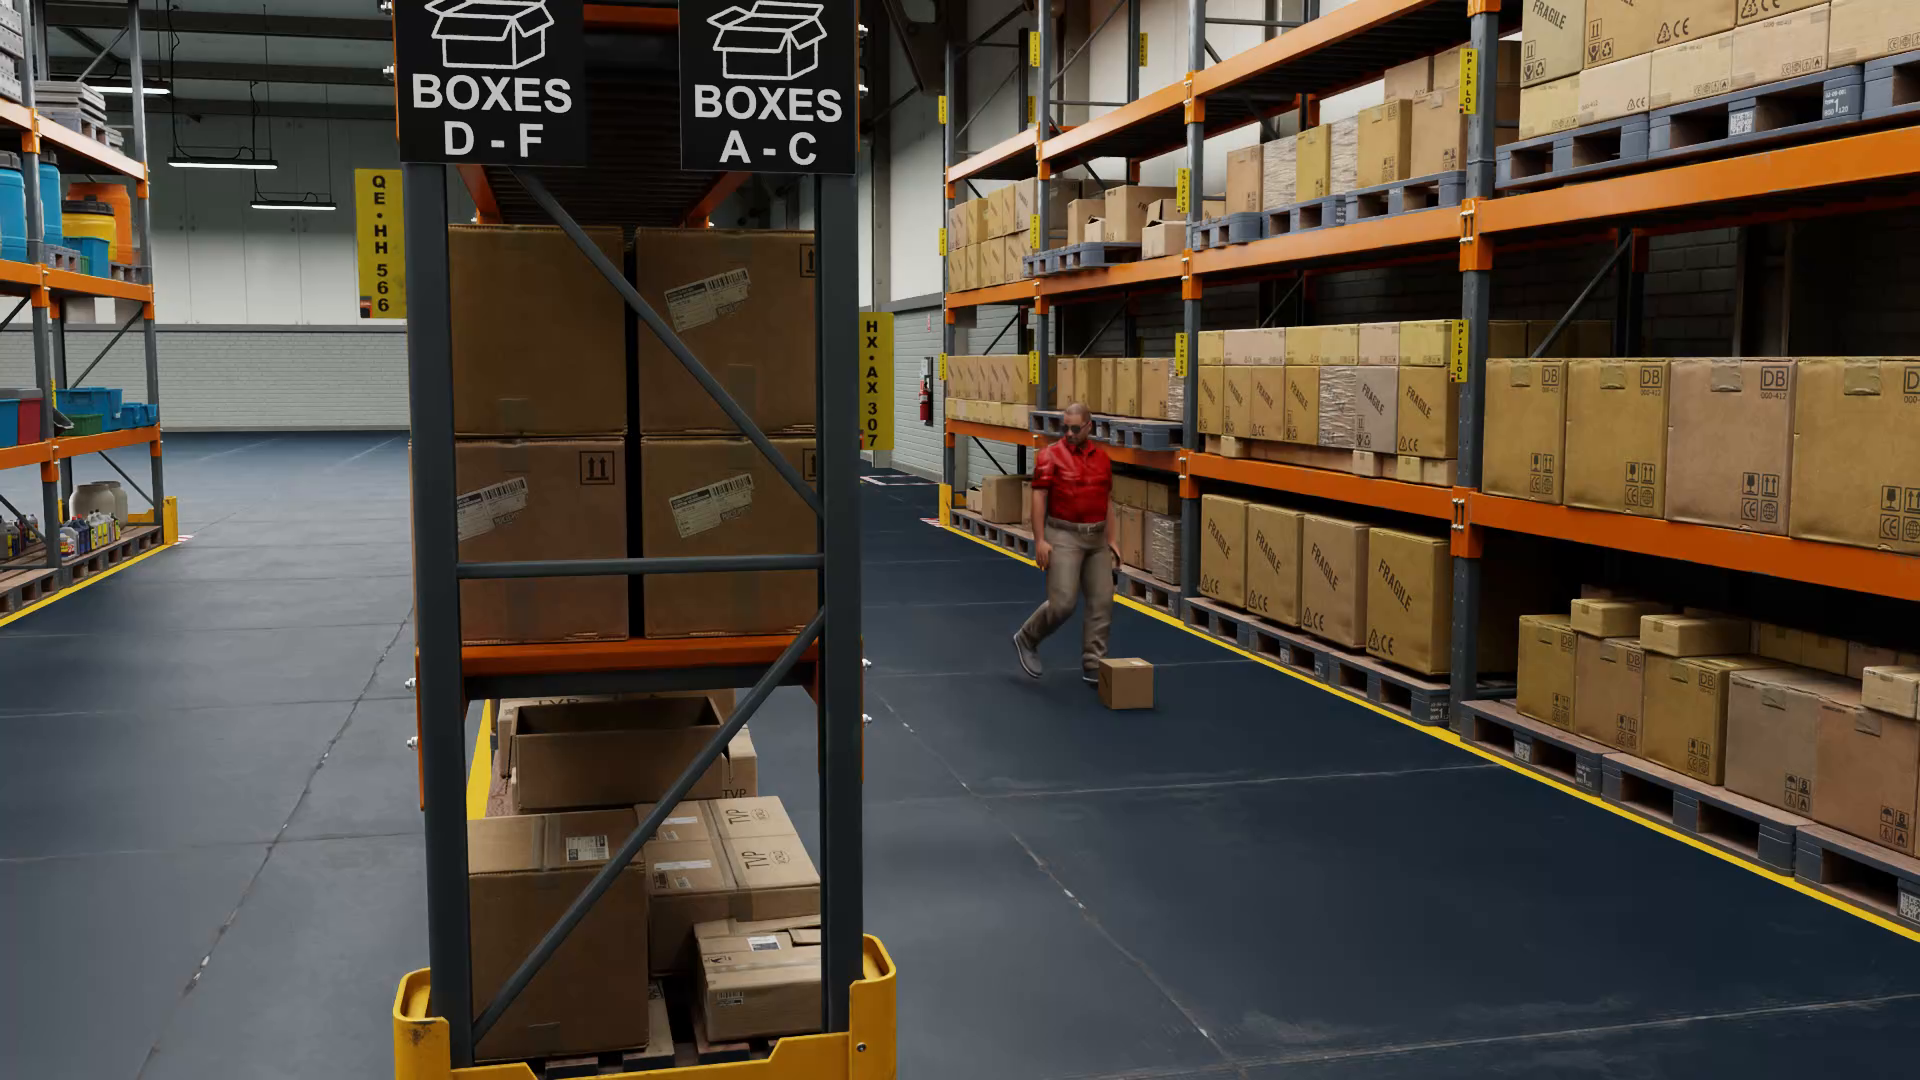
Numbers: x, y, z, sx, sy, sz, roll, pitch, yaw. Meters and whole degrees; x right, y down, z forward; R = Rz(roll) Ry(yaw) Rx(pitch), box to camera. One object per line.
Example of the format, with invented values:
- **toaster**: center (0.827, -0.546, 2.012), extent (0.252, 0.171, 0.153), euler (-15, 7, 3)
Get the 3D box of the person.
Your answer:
- **person**: center (0.693, 0.025, 10.144), extent (0.581, 1.715, 0.650), euler (-4, 8, -36)
